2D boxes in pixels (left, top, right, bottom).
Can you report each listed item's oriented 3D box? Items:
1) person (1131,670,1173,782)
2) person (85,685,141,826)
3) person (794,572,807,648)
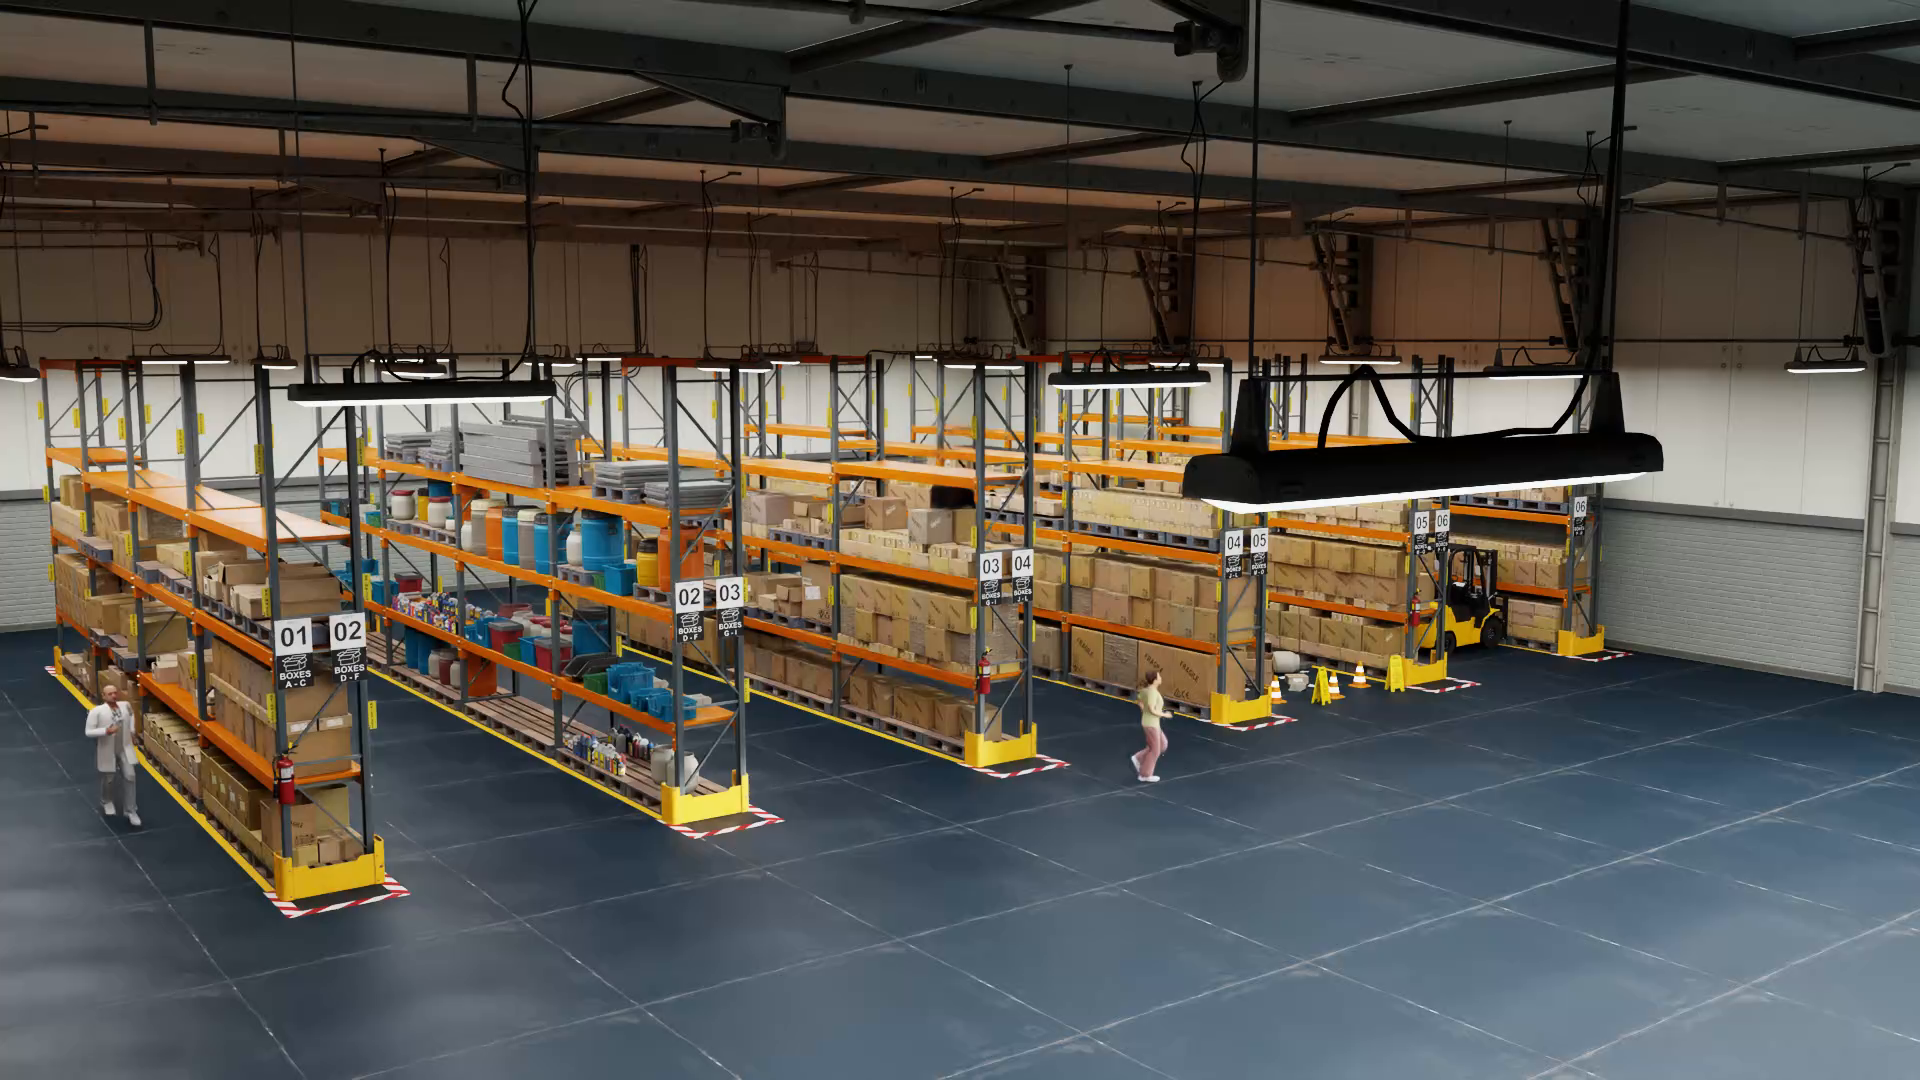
[{"bbox_3d":[2.758,2.672,23.860,0.564,1.628,0.568,0,7,-2],"label":"person"},{"bbox_3d":[-11.142,2.853,21.910,0.696,1.741,0.917,-7,9,-44],"label":"person"},{"bbox_3d":[-3.280,1.495,33.404,0.627,1.750,0.788,-6,9,-39],"label":"person"}]
